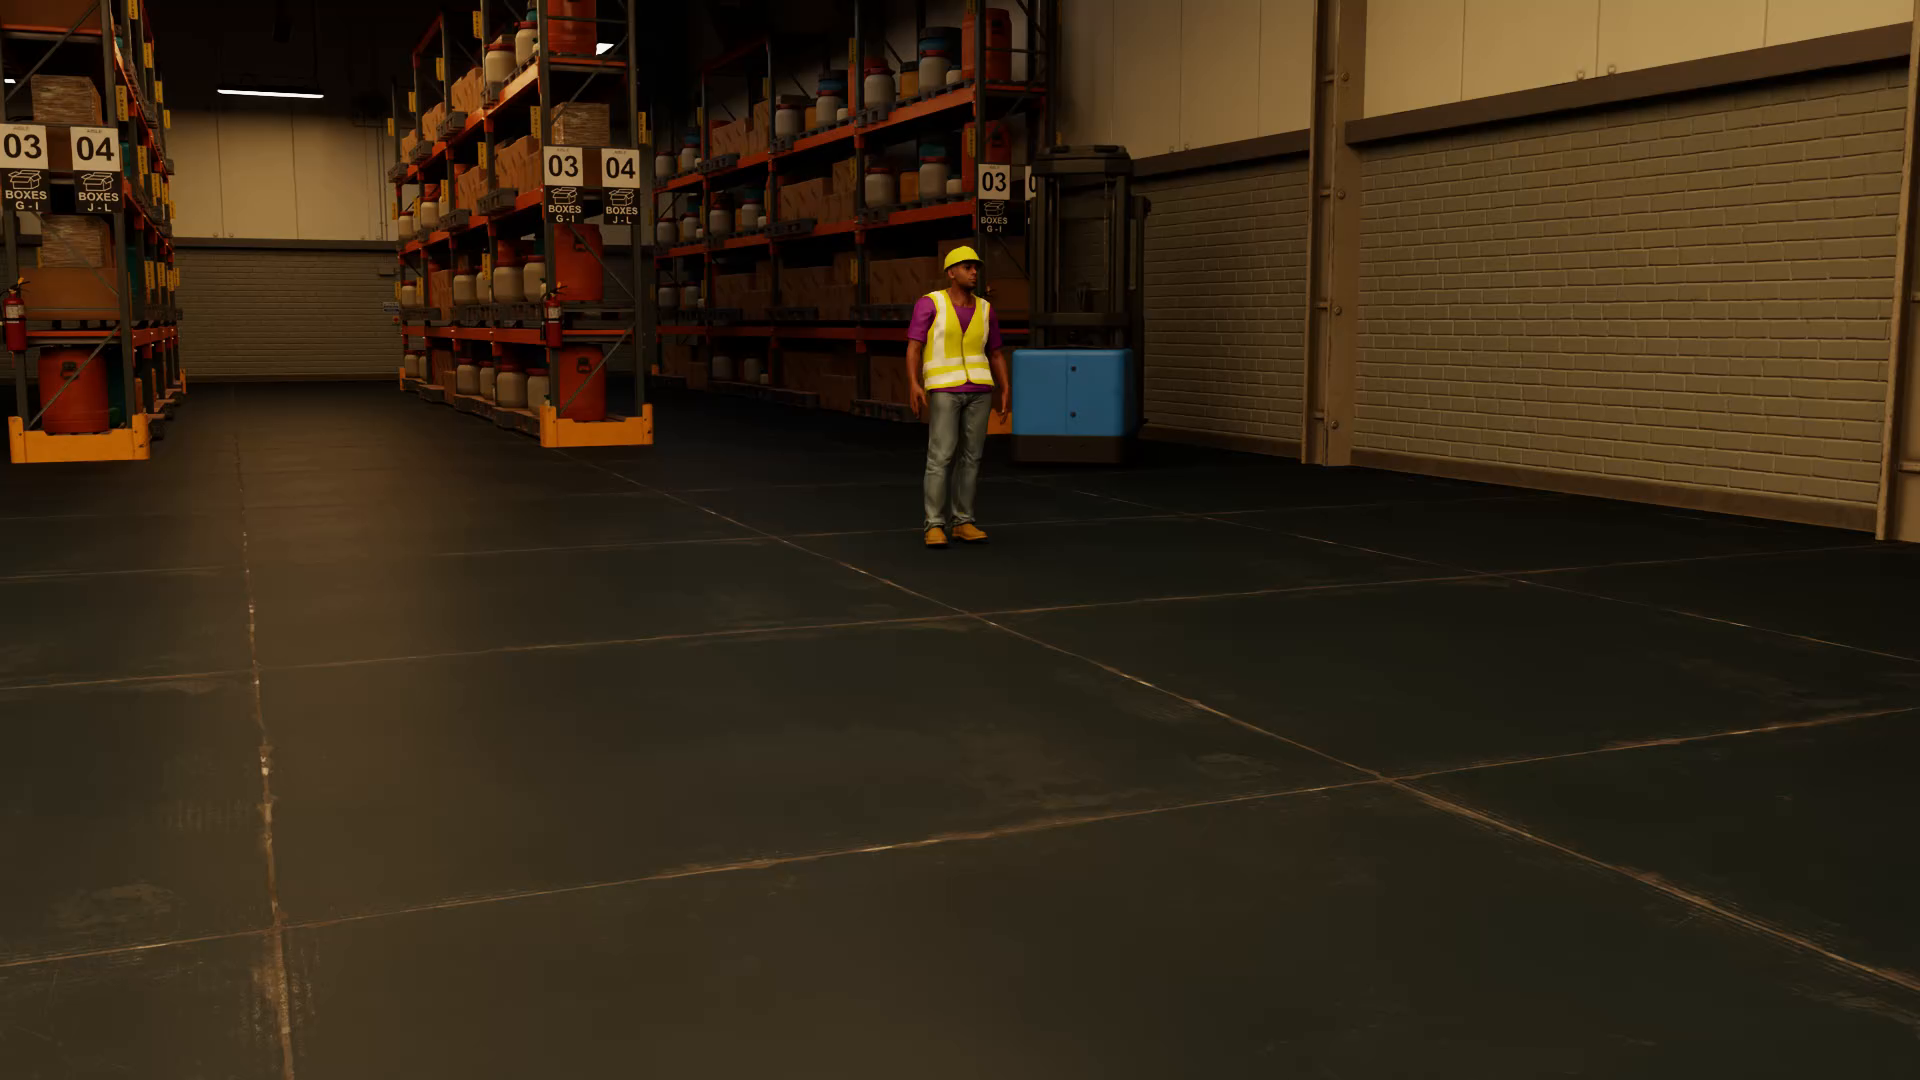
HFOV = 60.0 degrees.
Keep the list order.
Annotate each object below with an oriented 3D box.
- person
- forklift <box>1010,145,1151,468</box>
[{"bbox_3d":[0.022,-0.874,9.972,0.665,1.765,0.577,-3,8,-23],"label":"person"},{"bbox_3d":[1.256,-2.269,16.150,1.130,2.935,3.031,2,8,12],"label":"forklift"}]
